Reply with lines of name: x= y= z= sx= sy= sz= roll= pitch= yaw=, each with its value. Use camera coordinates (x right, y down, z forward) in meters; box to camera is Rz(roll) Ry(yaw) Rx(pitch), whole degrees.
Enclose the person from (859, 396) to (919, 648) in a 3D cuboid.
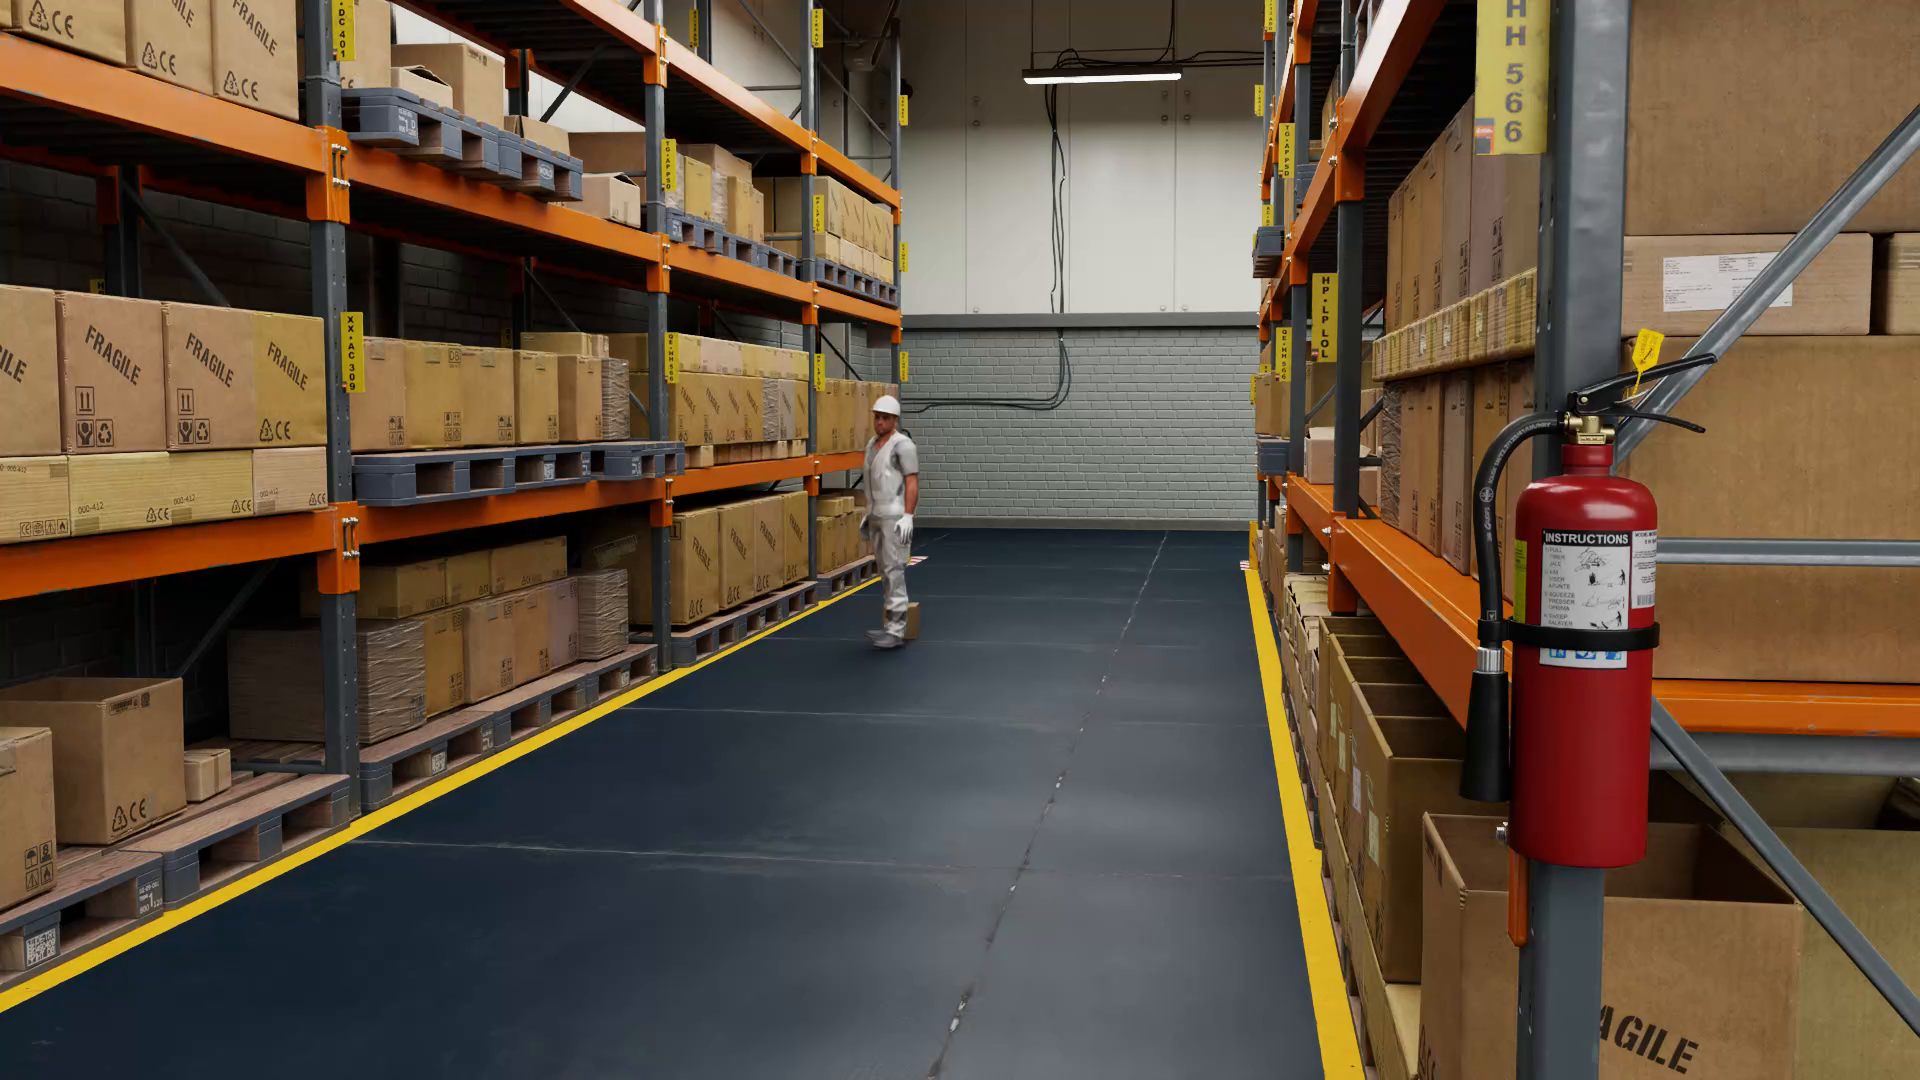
person: x=-0.523 y=-0.139 z=11.945 sx=0.476 sy=1.791 sz=0.573 roll=-3 pitch=5 yaw=-34
